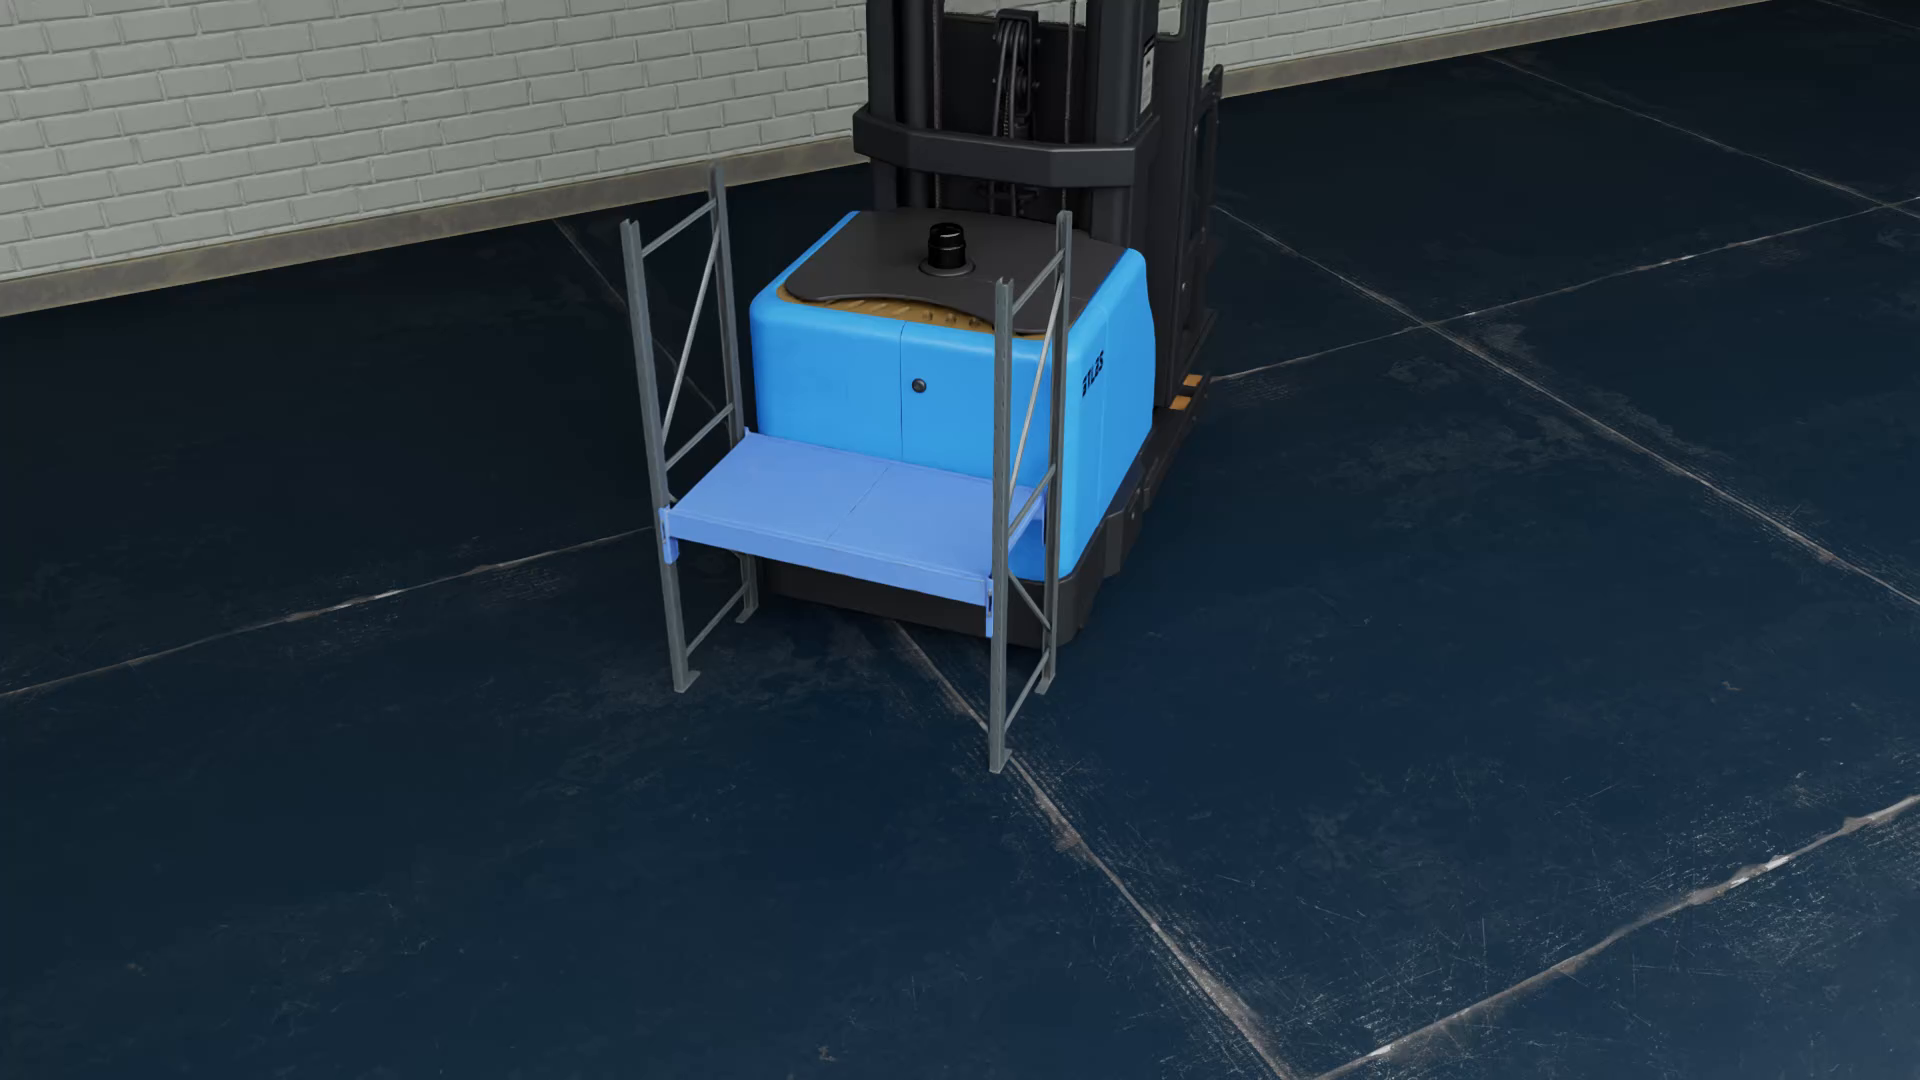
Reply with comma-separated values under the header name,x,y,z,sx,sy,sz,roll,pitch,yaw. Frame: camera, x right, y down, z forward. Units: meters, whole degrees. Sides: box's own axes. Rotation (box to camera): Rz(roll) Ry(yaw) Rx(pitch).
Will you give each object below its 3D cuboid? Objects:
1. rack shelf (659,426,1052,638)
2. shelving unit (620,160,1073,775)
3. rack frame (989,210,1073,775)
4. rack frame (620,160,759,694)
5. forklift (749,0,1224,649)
name,x,y,z,sx,sy,sz,roll,pitch,yaw
rack shelf,-0.286,-0.042,4.759,1.000,0.185,0.538,12,35,18
shelving unit,-0.286,-0.194,4.662,1.048,1.500,0.538,12,35,18
rack frame,0.187,-0.094,4.506,0.032,1.500,0.500,12,35,18
rack frame,-0.760,-0.294,4.818,0.032,1.500,0.500,12,35,18
forklift,0.340,-1.687,5.666,1.130,2.935,3.031,11,34,17
